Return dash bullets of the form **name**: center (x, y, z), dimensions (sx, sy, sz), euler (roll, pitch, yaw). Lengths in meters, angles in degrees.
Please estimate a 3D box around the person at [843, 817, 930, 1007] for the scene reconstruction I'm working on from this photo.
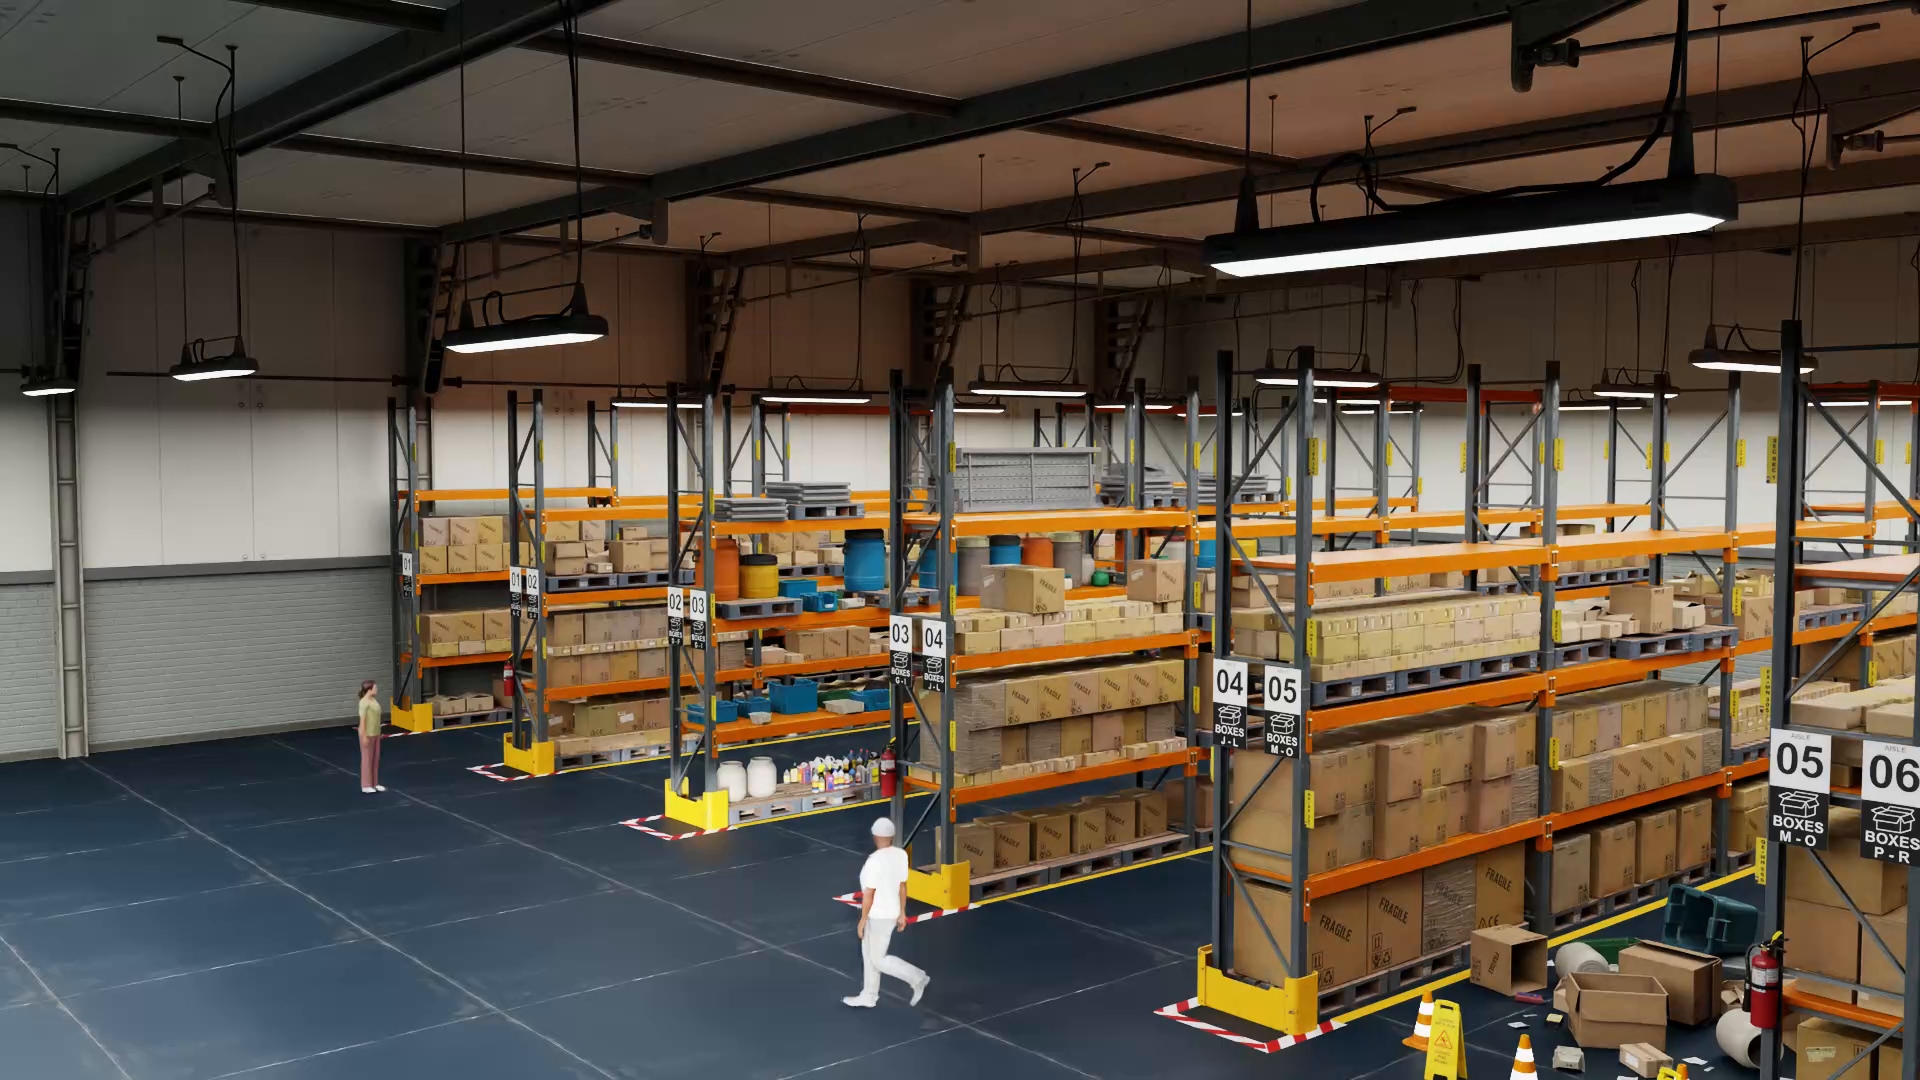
- **person**: center (-0.672, 3.396, 15.107), dimensions (0.792, 1.756, 0.501), euler (0, 3, -4)

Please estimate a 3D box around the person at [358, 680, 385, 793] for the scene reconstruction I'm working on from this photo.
- **person**: center (-8.715, 2.902, 24.559), dimensions (0.321, 1.665, 0.481), euler (0, 3, 5)

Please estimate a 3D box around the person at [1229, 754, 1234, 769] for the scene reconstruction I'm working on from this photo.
- **person**: center (3.866, 2.901, 24.552), dimensions (0.526, 1.739, 0.466), euler (0, 3, 7)
